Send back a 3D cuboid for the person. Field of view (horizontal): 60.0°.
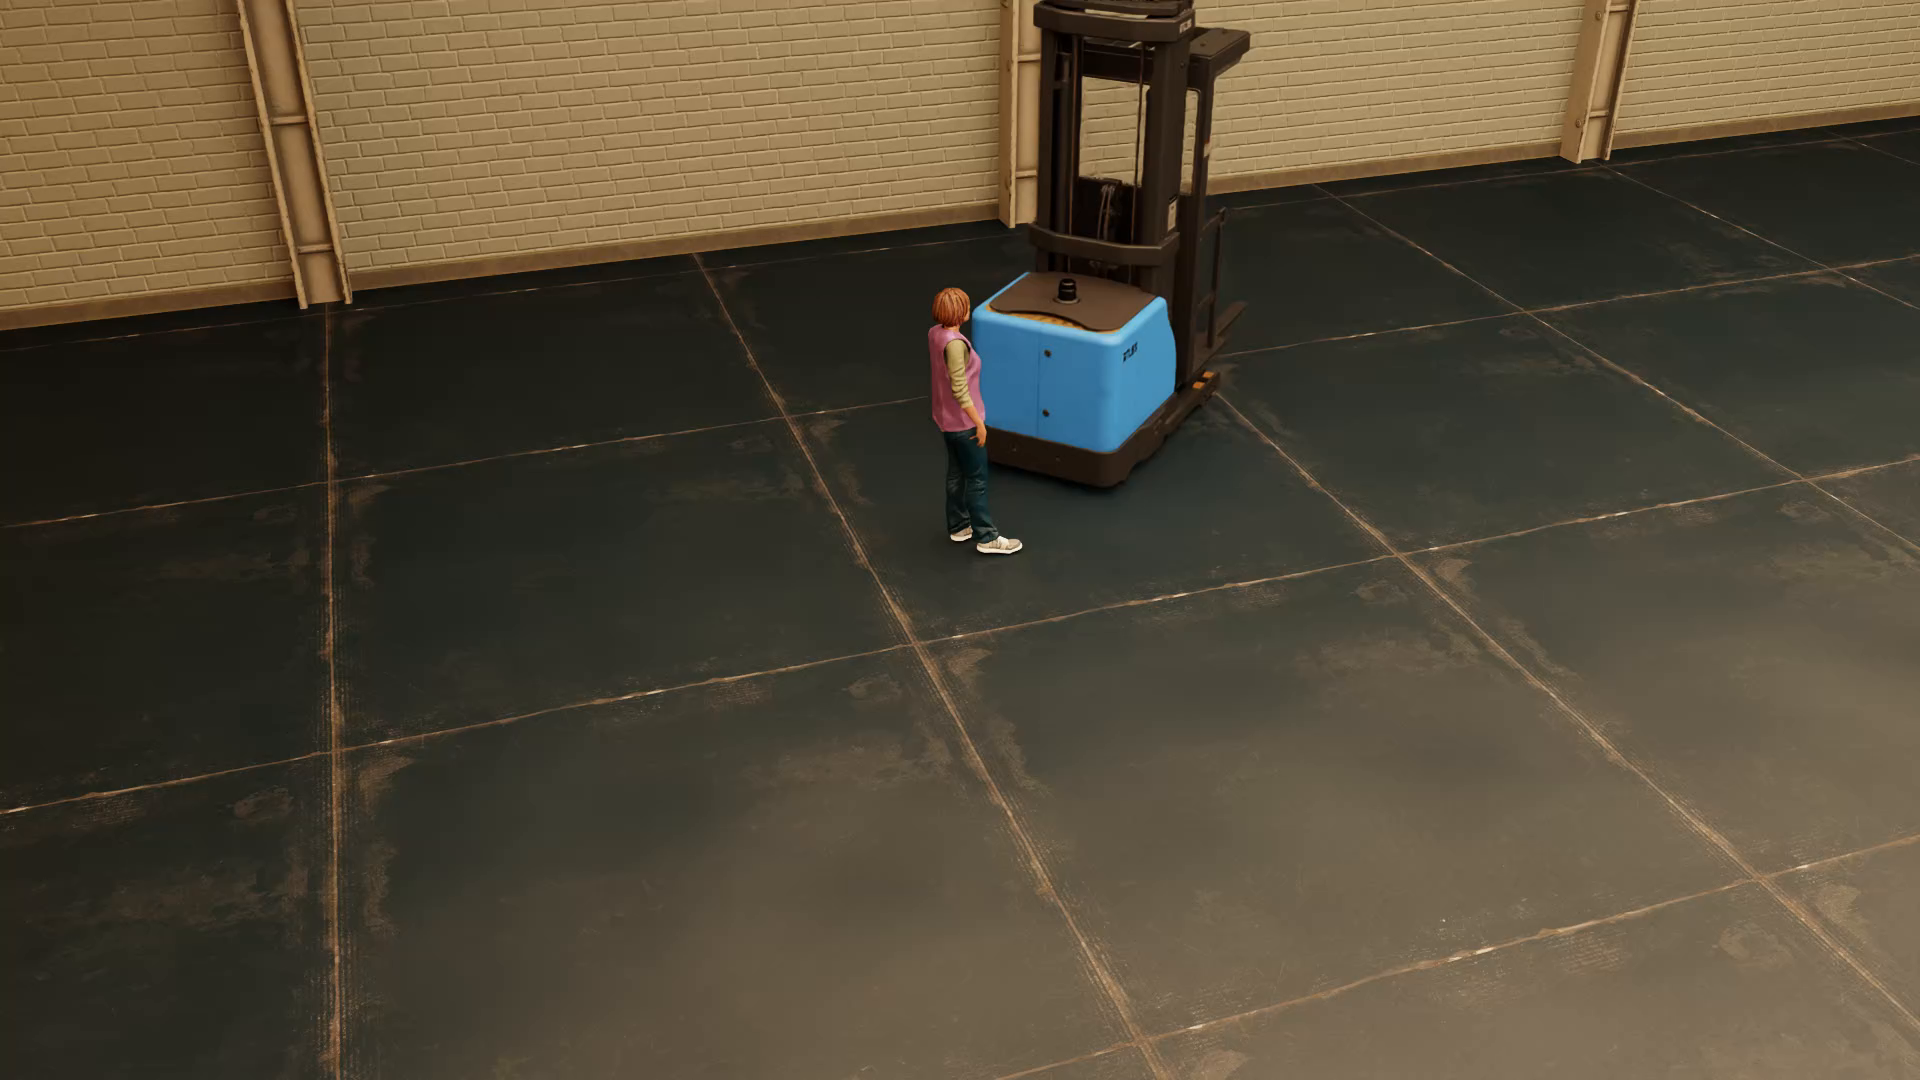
[{"bbox_3d":[0.076,-0.704,9.634,0.472,1.600,0.520,-10,31,-16],"label":"person"}]

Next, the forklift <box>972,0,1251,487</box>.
[{"bbox_3d":[1.194,-2.310,11.102,1.130,2.935,3.031,15,33,24],"label":"forklift"}]
